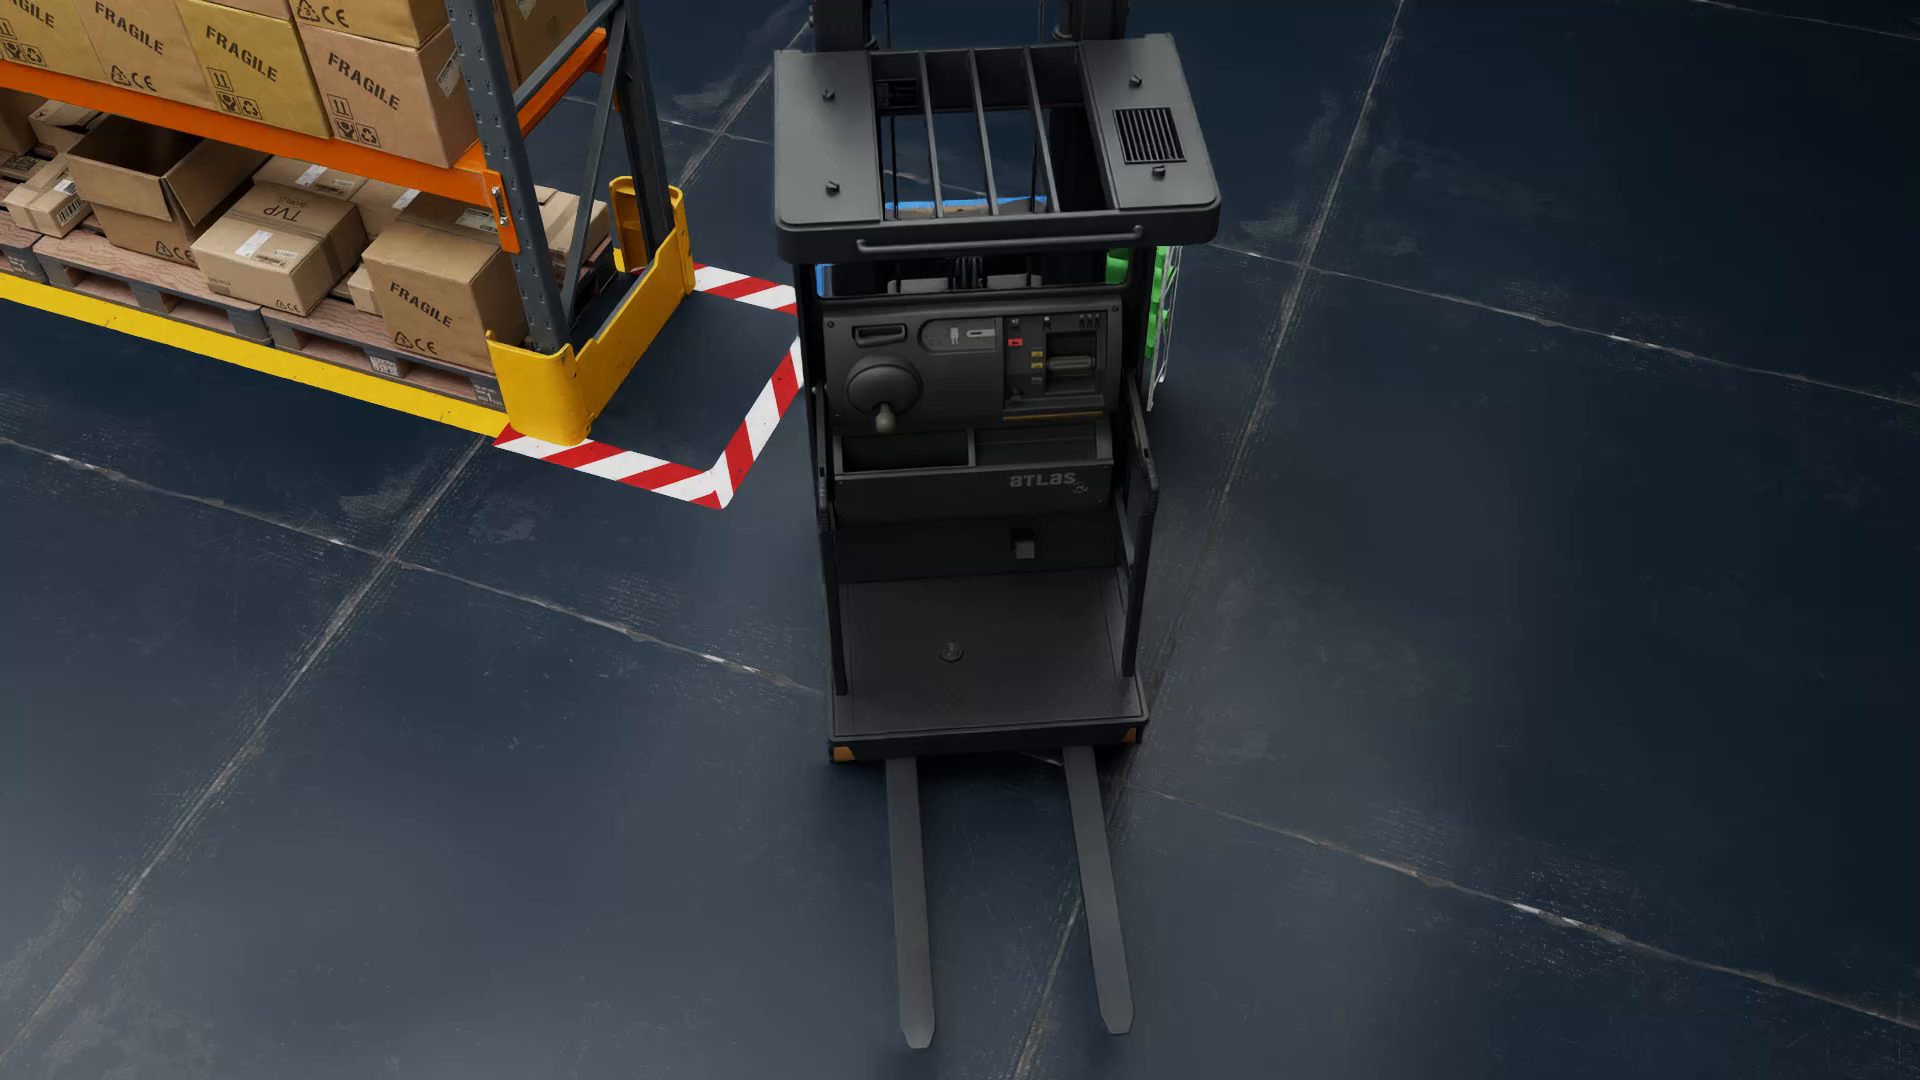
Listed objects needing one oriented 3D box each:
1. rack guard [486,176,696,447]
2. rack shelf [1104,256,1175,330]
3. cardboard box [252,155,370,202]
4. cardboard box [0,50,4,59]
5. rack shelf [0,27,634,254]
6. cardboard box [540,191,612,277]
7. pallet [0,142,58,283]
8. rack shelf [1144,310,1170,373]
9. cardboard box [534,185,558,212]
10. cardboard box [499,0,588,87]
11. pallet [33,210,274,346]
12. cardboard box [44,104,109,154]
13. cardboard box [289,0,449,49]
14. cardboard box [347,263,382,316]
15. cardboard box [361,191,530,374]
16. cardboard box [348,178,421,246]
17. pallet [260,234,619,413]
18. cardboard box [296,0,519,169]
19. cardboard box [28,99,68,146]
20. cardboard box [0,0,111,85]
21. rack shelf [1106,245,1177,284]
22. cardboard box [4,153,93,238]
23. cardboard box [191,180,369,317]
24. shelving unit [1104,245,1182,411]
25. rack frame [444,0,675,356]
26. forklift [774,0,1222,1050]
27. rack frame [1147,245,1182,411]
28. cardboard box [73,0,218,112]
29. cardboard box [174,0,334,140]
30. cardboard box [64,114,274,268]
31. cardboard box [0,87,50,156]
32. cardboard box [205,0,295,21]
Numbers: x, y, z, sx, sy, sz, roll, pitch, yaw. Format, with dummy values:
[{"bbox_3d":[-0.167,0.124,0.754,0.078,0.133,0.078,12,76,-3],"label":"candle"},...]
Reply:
[{"bbox_3d":[-1.557,-1.000,7.152,0.348,0.500,1.175,16,51,13],"label":"rack guard"},{"bbox_3d":[0.617,-1.051,6.818,0.480,0.148,0.258,16,51,13],"label":"rack shelf"},{"bbox_3d":[-2.835,-1.647,7.588,0.500,0.250,0.500,16,51,13],"label":"cardboard box"},{"bbox_3d":[-3.904,-2.288,6.548,0.500,0.500,0.500,15,51,13],"label":"cardboard box"},{"bbox_3d":[-3.362,-2.087,6.916,4.000,0.370,1.077,16,51,13],"label":"rack shelf"},{"bbox_3d":[-1.759,-1.362,7.408,0.250,0.149,0.380,16,51,13],"label":"cardboard box"},{"bbox_3d":[-4.594,-1.752,7.996,1.213,0.211,1.003,16,51,13],"label":"pallet"},{"bbox_3d":[0.617,-0.894,7.000,0.480,0.148,0.258,16,51,13],"label":"rack shelf"},{"bbox_3d":[-1.994,-1.433,7.458,0.250,0.166,0.380,16,51,13],"label":"cardboard box"},{"bbox_3d":[-1.811,-2.134,6.415,0.500,0.500,0.500,17,51,14],"label":"cardboard box"},{"bbox_3d":[-3.446,-1.434,7.720,1.213,0.211,1.003,16,51,13],"label":"pallet"},{"bbox_3d":[-3.902,-1.965,7.823,0.500,0.311,0.500,16,51,13],"label":"cardboard box"},{"bbox_3d":[-1.999,-2.080,5.707,0.500,0.500,0.500,15,51,13],"label":"cardboard box"},{"bbox_3d":[-2.430,-1.152,7.214,0.250,0.166,0.380,16,51,13],"label":"cardboard box"},{"bbox_3d":[-2.081,-1.092,6.941,0.500,0.500,0.500,16,51,13],"label":"cardboard box"},{"bbox_3d":[-2.366,-1.516,7.474,0.500,0.250,0.500,16,51,13],"label":"cardboard box"},{"bbox_3d":[-2.305,-1.113,7.442,1.213,0.211,1.003,16,51,13],"label":"pallet"},{"bbox_3d":[-2.000,-1.756,6.087,0.500,0.500,0.500,17,51,14],"label":"cardboard box"},{"bbox_3d":[-4.233,-2.053,8.006,0.250,0.149,0.380,16,51,13],"label":"cardboard box"},{"bbox_3d":[-3.427,-2.156,6.434,0.500,0.500,0.500,15,51,13],"label":"cardboard box"},{"bbox_3d":[0.617,-1.209,6.637,0.480,0.148,0.258,16,51,13],"label":"rack shelf"},{"bbox_3d":[-4.104,-1.579,7.584,0.250,0.166,0.380,16,51,13],"label":"cardboard box"},{"bbox_3d":[-2.962,-1.280,7.269,0.500,0.250,0.500,16,51,13],"label":"cardboard box"},{"bbox_3d":[0.617,-1.093,6.770,0.503,1.200,0.258,16,51,13],"label":"shelving unit"},{"bbox_3d":[-1.486,-1.798,6.190,0.127,3.000,1.000,16,51,13],"label":"rack frame"},{"bbox_3d":[0.063,-0.443,5.061,1.130,2.935,3.031,-3,49,-3],"label":"forklift"},{"bbox_3d":[0.845,-1.028,6.714,0.015,1.200,0.240,16,51,13],"label":"rack frame"},{"bbox_3d":[-2.954,-2.023,6.319,0.500,0.500,0.500,16,51,13],"label":"cardboard box"},{"bbox_3d":[-2.488,-1.889,6.203,0.500,0.500,0.500,16,51,13],"label":"cardboard box"},{"bbox_3d":[-3.474,-1.684,7.452,0.637,0.503,0.797,16,51,13],"label":"cardboard box"},{"bbox_3d":[-4.605,-2.223,7.921,0.500,0.500,0.500,16,51,13],"label":"cardboard box"},{"bbox_3d":[-2.473,-2.212,5.821,0.500,0.500,0.500,17,51,14],"label":"cardboard box"}]
